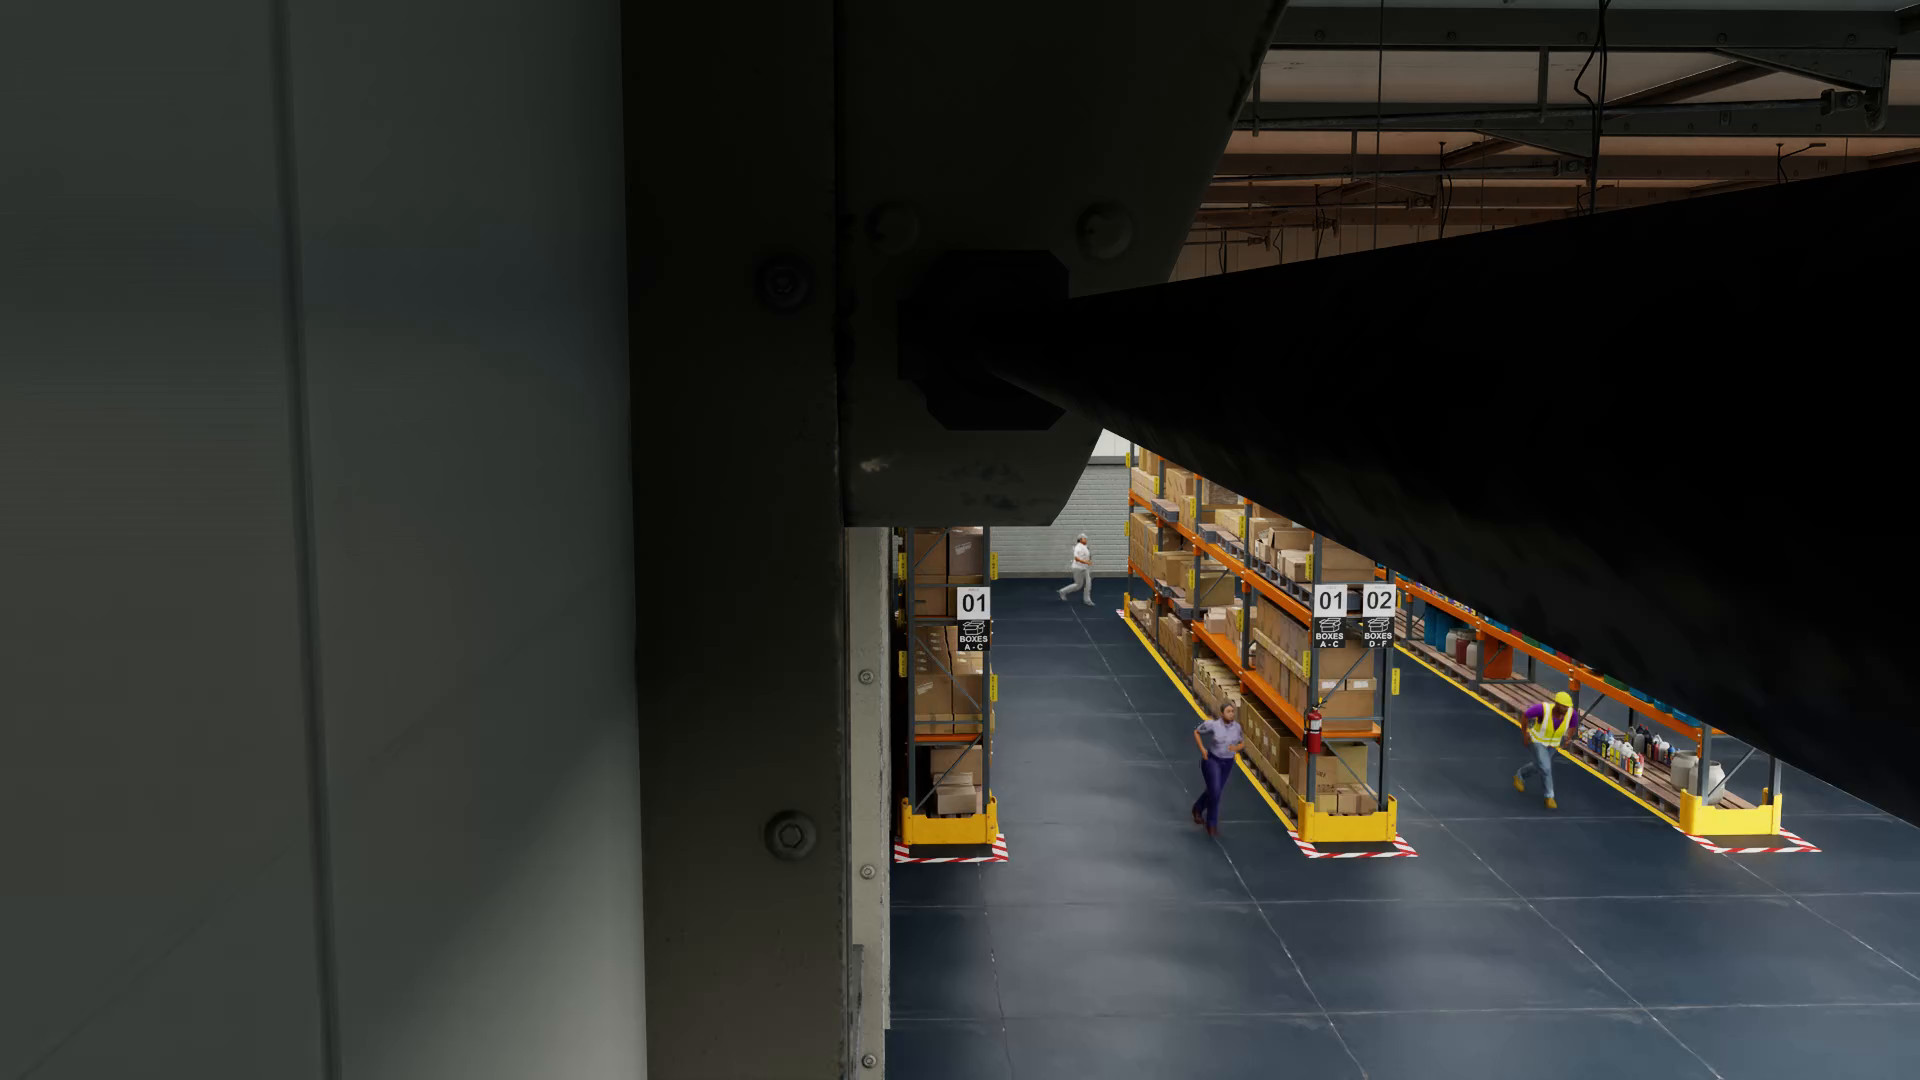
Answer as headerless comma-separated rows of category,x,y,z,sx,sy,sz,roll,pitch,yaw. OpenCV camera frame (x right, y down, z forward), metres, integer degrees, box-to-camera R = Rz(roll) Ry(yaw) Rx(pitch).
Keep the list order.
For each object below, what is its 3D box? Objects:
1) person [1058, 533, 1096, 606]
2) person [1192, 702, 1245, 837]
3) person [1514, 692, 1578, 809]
person,2.703,0.674,37.923,0.848,1.671,0.616,2,8,19
person,3.268,2.873,21.035,0.593,1.715,0.733,-3,8,-24
person,7.805,2.724,22.218,0.707,1.596,1.130,-1,7,-10
